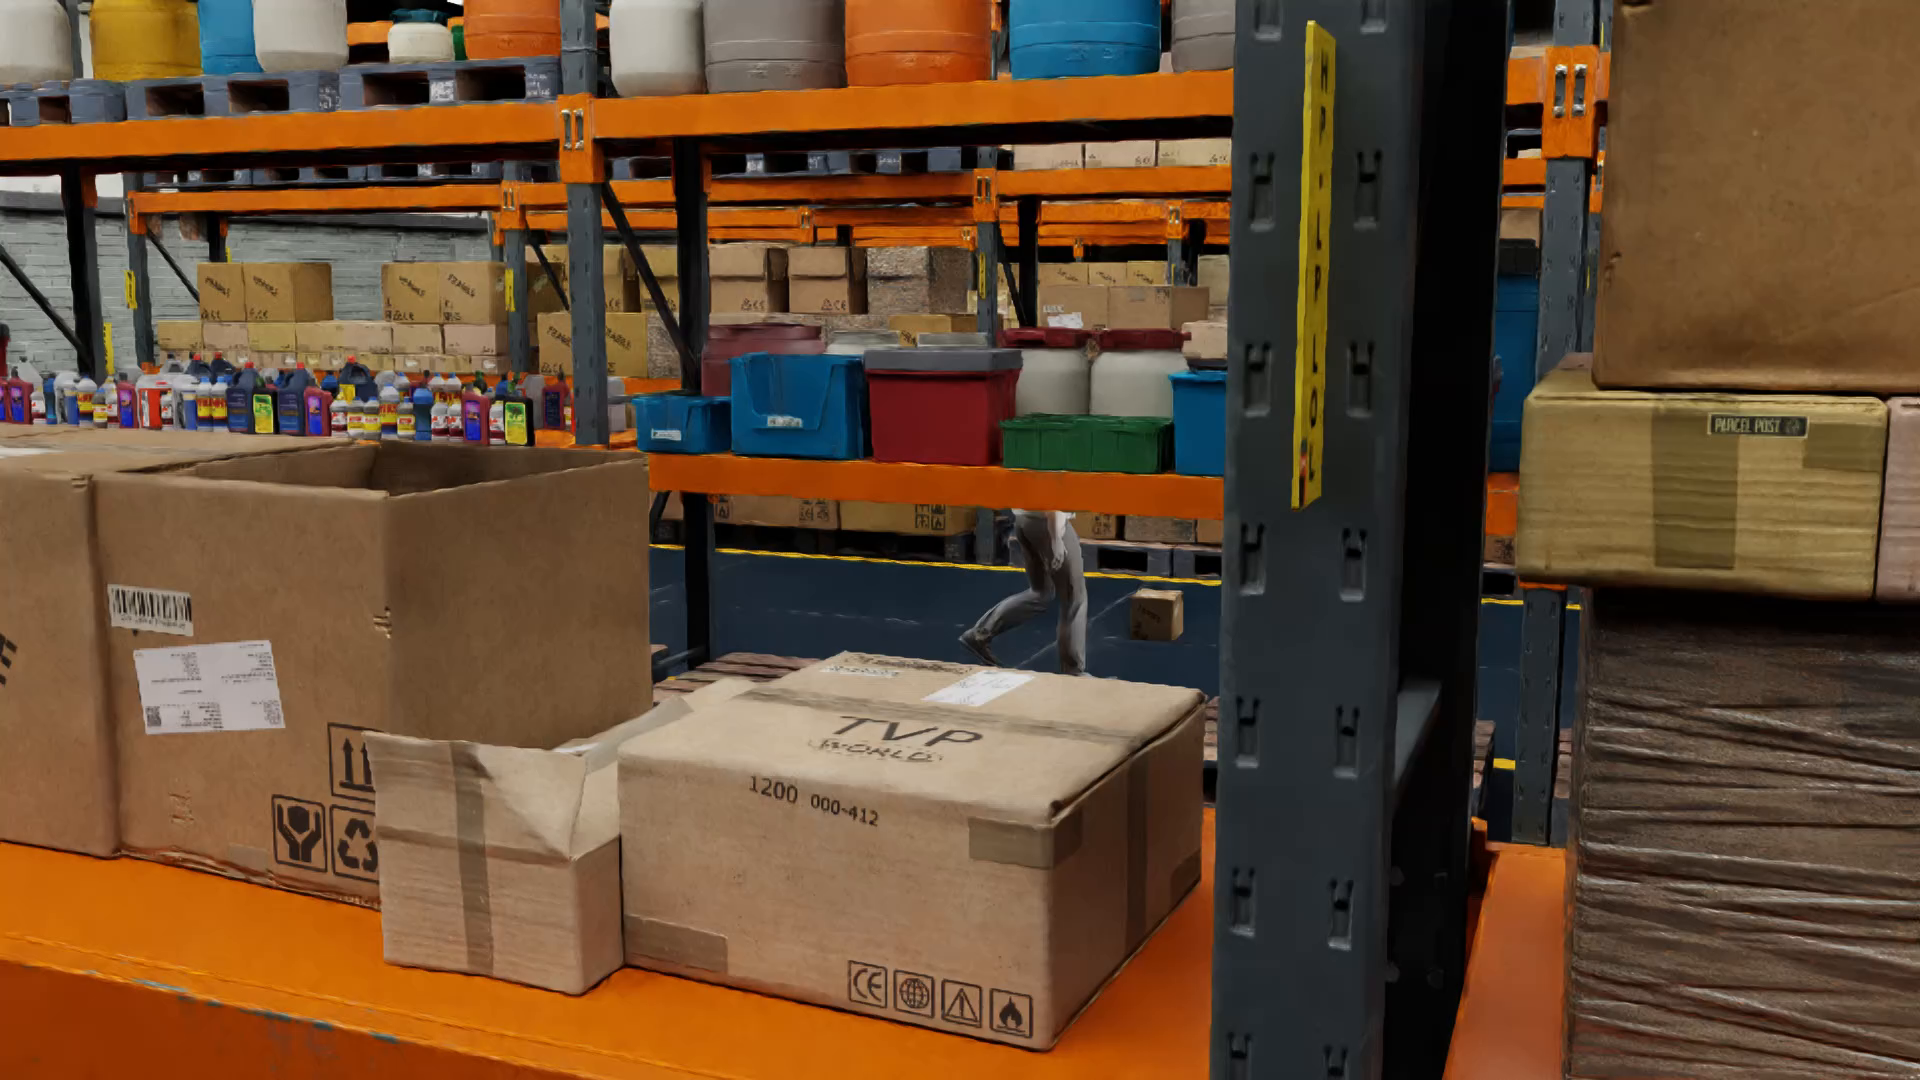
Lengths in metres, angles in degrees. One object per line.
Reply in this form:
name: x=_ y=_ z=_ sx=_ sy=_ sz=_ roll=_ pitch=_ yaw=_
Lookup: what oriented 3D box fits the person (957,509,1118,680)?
person: x=0.381 y=-0.061 z=8.256 sx=0.684 sy=1.637 sz=0.595 roll=-4 pitch=10 yaw=-24
